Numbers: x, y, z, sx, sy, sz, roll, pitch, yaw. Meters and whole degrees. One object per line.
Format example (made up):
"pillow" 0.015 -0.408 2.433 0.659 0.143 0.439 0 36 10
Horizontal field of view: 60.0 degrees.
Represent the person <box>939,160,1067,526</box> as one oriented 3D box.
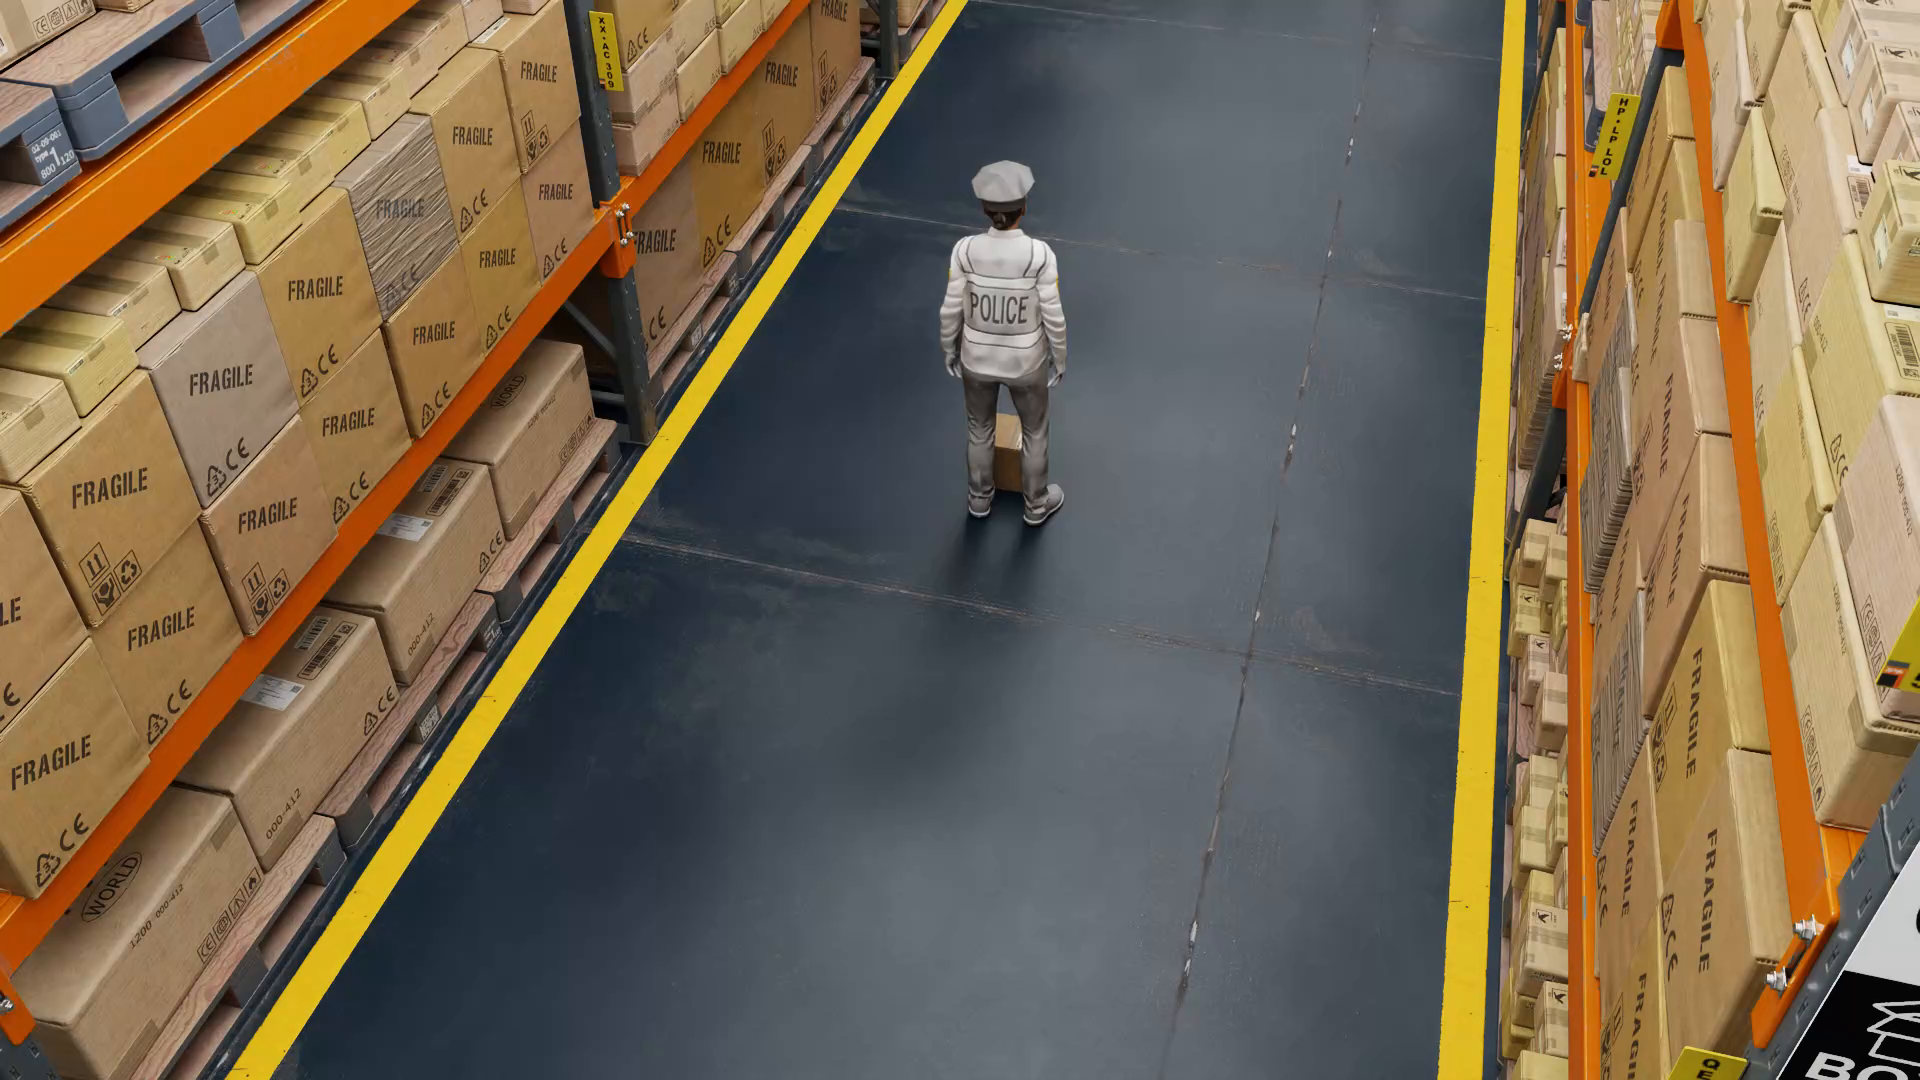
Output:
"person" 0.188 -0.776 7.039 0.545 1.663 0.376 8 42 9
